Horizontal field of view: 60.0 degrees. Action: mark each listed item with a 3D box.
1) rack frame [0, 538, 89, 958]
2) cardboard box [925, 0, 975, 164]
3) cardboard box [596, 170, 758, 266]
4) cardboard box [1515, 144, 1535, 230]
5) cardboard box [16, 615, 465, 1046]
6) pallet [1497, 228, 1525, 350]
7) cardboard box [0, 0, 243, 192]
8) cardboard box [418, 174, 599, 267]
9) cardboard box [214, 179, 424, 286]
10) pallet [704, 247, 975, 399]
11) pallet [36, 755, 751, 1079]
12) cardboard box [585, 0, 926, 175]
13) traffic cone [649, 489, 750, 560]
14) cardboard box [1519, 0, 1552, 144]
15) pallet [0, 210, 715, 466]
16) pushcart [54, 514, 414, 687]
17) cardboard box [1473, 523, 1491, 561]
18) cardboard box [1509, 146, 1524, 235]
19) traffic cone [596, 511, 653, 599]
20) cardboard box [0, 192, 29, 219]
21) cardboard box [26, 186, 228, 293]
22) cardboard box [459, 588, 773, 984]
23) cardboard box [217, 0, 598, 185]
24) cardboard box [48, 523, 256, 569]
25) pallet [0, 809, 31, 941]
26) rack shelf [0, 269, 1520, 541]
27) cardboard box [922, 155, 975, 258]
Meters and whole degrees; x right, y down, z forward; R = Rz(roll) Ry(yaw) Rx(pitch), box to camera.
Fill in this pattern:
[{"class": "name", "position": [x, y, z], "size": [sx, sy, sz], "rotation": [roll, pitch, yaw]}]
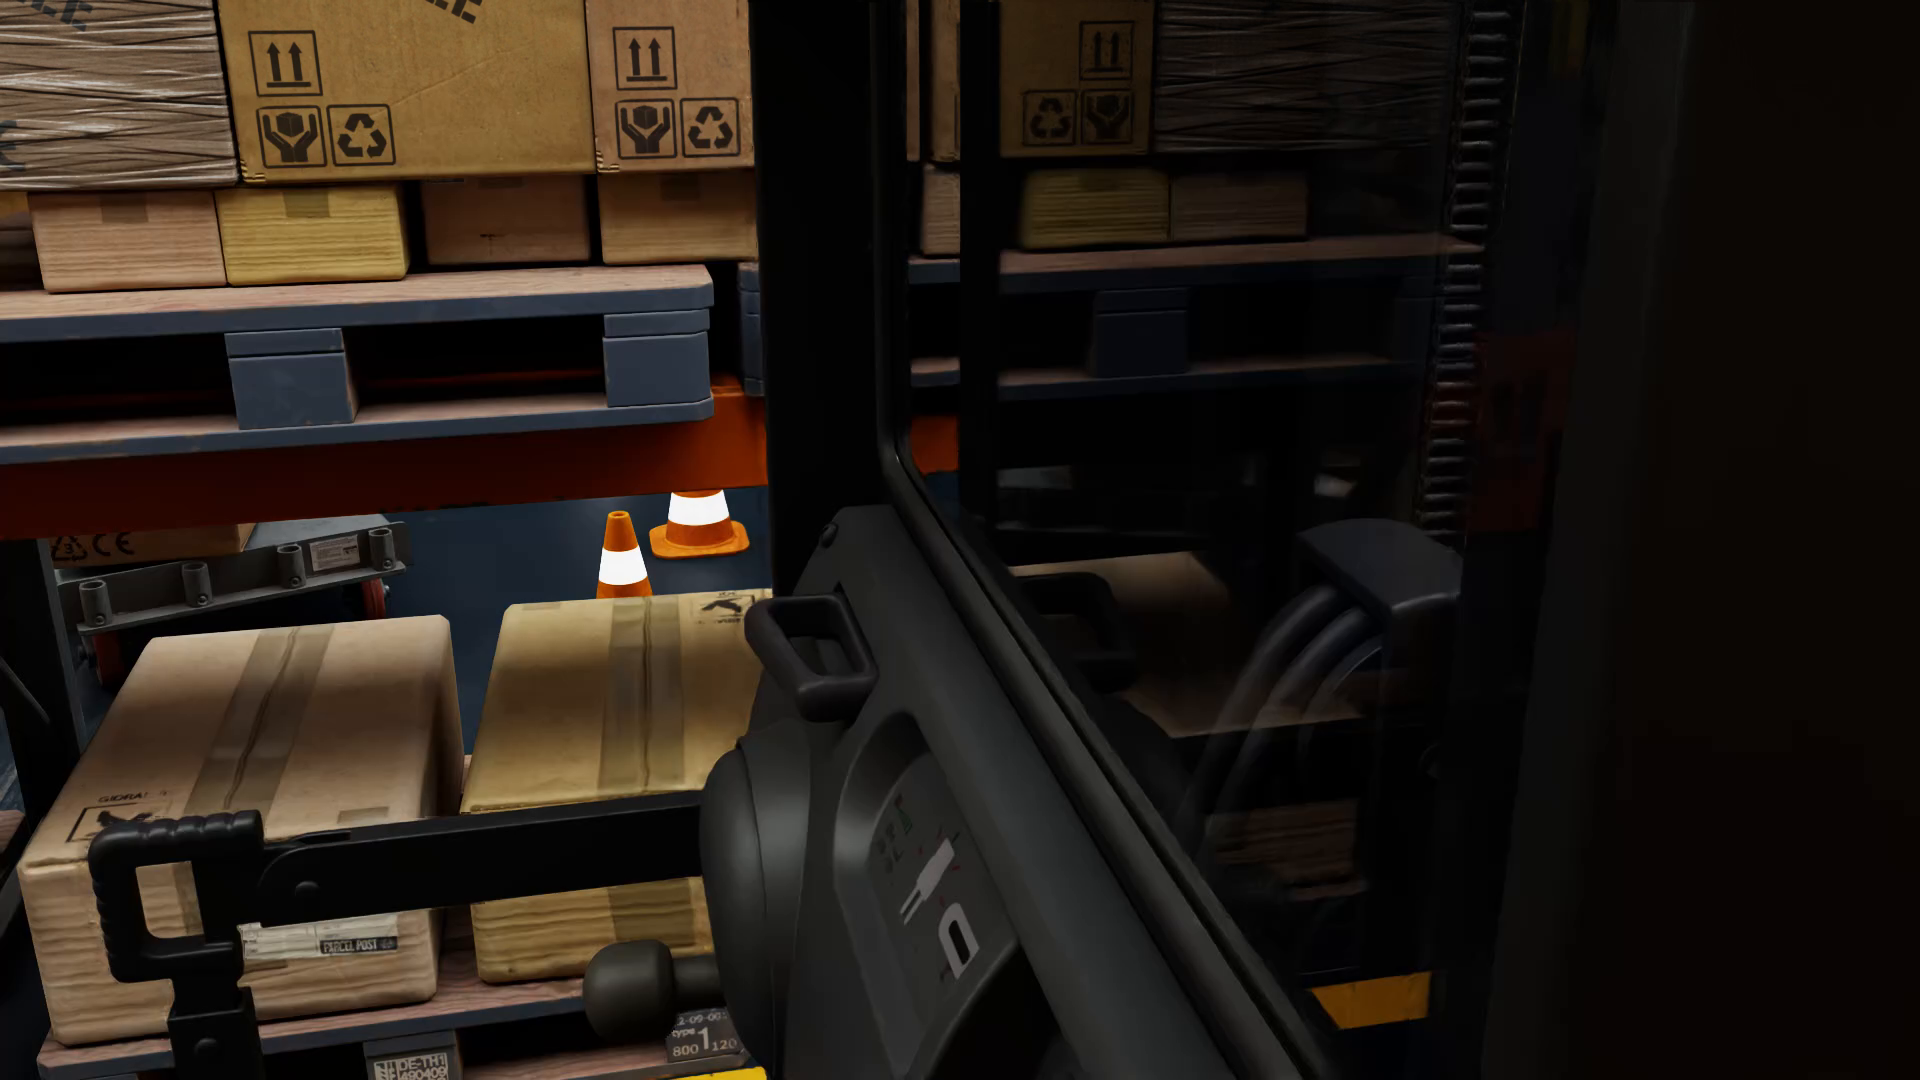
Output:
[{"class": "rack frame", "position": [-1.847, -0.479, 2.762], "size": [0.127, 3.000, 1.000], "rotation": [-5, 21, -12]}, {"class": "cardboard box", "position": [0.145, -0.923, 2.785], "size": [0.500, 0.500, 0.500], "rotation": [-6, 21, -15]}, {"class": "cardboard box", "position": [-0.473, -0.568, 2.758], "size": [0.250, 0.149, 0.380], "rotation": [-4, 21, -12]}, {"class": "cardboard box", "position": [1.055, -0.673, 3.045], "size": [0.250, 0.149, 0.380], "rotation": [-6, 21, -15]}, {"class": "cardboard box", "position": [-1.337, 0.515, 3.258], "size": [0.625, 0.372, 0.950], "rotation": [-4, 21, -12]}, {"class": "pallet", "position": [1.377, -0.614, 3.408], "size": [1.003, 0.211, 1.213], "rotation": [-5, 21, -12]}, {"class": "cardboard box", "position": [-1.324, -0.804, 2.461], "size": [0.500, 0.500, 0.500], "rotation": [-4, 21, -11]}, {"class": "cardboard box", "position": [-0.733, -0.561, 2.741], "size": [0.250, 0.149, 0.380], "rotation": [-3, 20, -9]}, {"class": "cardboard box", "position": [-0.991, -0.513, 2.610], "size": [0.250, 0.149, 0.380], "rotation": [-4, 21, -11]}, {"class": "pallet", "position": [0.129, -0.536, 3.194], "size": [1.213, 0.211, 1.003], "rotation": [-5, 21, -12]}, {"class": "pallet", "position": [-1.089, 0.768, 3.412], "size": [1.213, 0.211, 1.003], "rotation": [-5, 21, -12]}, {"class": "cardboard box", "position": [-0.353, -0.879, 2.664], "size": [0.500, 0.500, 0.500], "rotation": [-5, 21, -13]}, {"class": "traffic cone", "position": [-0.910, -0.213, 5.722], "size": [0.334, 0.463, 0.336], "rotation": [-5, 21, -12]}, {"class": "cardboard box", "position": [0.676, -0.966, 2.902], "size": [0.500, 0.500, 0.500], "rotation": [-6, 21, -16]}, {"class": "pallet", "position": [-1.069, -0.401, 2.828], "size": [1.213, 0.211, 1.003], "rotation": [-5, 21, -12]}, {"class": "pushcart", "position": [-2.420, -0.007, 5.286], "size": [0.936, 0.377, 1.648], "rotation": [-13, 24, -31]}, {"class": "cardboard box", "position": [1.494, 0.282, 3.893], "size": [0.625, 0.372, 0.950], "rotation": [-6, 21, -16]}, {"class": "cardboard box", "position": [0.791, -0.646, 2.973], "size": [0.250, 0.149, 0.380], "rotation": [-4, 21, -12]}, {"class": "traffic cone", "position": [-0.962, 0.145, 4.746], "size": [0.334, 0.463, 0.336], "rotation": [-5, 21, -12]}, {"class": "cardboard box", "position": [-3.712, -1.301, 7.485], "size": [0.875, 0.875, 0.875], "rotation": [-4, 21, -12]}, {"class": "cardboard box", "position": [-1.236, -0.497, 2.564], "size": [0.250, 0.149, 0.380], "rotation": [-4, 21, -12]}, {"class": "cardboard box", "position": [-0.638, 0.457, 3.416], "size": [0.625, 0.372, 0.950], "rotation": [-3, 20, -9]}, {"class": "cardboard box", "position": [-0.837, -0.844, 2.570], "size": [0.500, 0.500, 0.500], "rotation": [-5, 21, -12]}, {"class": "cardboard box", "position": [-2.285, -0.255, 4.682], "size": [0.500, 0.500, 0.500], "rotation": [-5, 21, -12]}, {"class": "pallet", "position": [-2.492, 0.895, 3.065], "size": [1.213, 0.211, 1.003], "rotation": [-5, 21, -12]}, {"class": "rack shelf", "position": [0.100, -0.300, 3.318], "size": [4.000, 0.370, 1.077], "rotation": [-5, 21, -12]}, {"class": "cardboard box", "position": [0.039, -0.590, 2.820], "size": [0.250, 0.149, 0.380], "rotation": [-4, 20, -10]}]
